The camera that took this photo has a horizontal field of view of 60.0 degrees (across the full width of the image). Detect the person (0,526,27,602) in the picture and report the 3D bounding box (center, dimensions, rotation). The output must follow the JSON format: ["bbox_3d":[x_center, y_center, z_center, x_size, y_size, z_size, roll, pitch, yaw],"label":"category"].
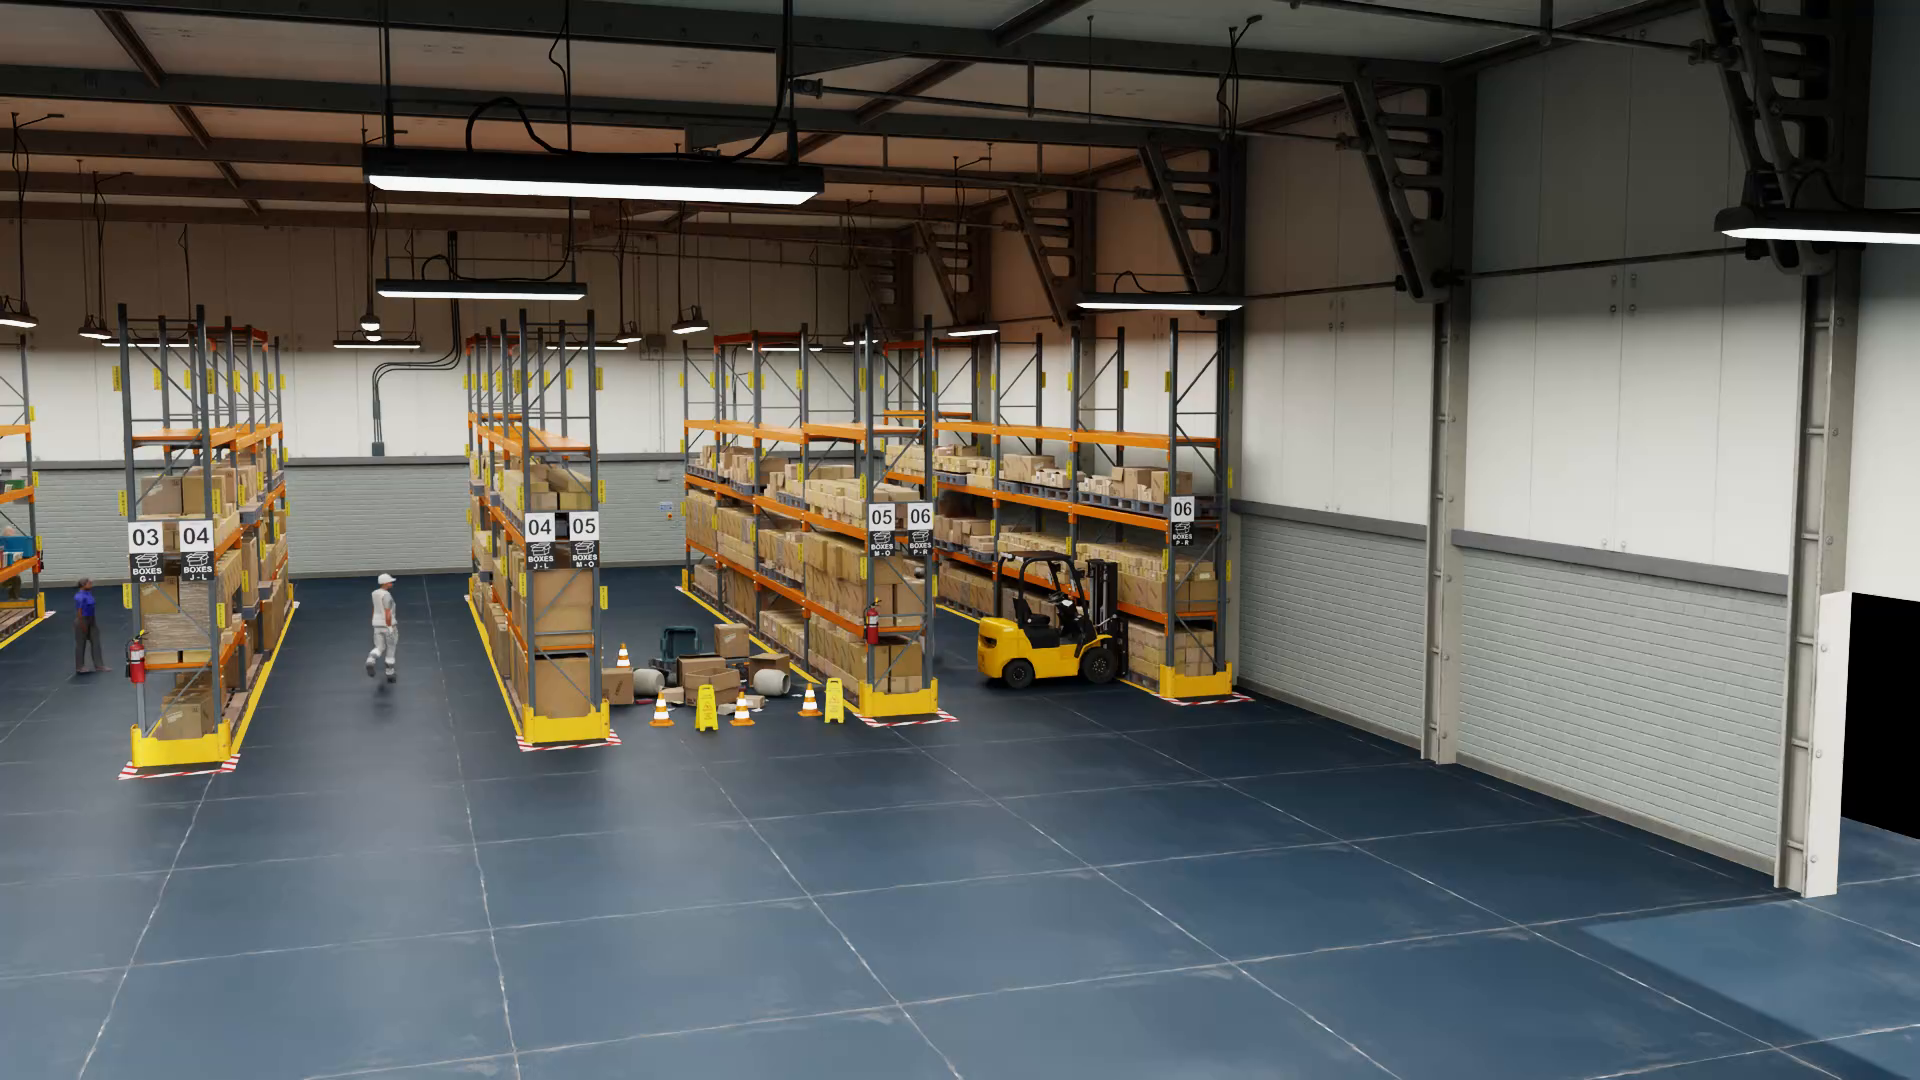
[{"bbox_3d":[-21.584,0.550,37.590,0.783,1.745,0.630,-1,6,-12],"label":"person"}]

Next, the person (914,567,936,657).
[{"bbox_3d":[-0.737,1.346,30.406,0.526,1.681,0.804,-2,6,-20],"label":"person"}]

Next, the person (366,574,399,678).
[{"bbox_3d":[-9.733,1.457,27.966,0.505,1.779,0.725,2,6,16],"label":"person"}]

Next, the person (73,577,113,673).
[{"bbox_3d":[-15.036,1.470,28.687,0.569,1.660,0.472,1,6,13],"label":"person"}]
